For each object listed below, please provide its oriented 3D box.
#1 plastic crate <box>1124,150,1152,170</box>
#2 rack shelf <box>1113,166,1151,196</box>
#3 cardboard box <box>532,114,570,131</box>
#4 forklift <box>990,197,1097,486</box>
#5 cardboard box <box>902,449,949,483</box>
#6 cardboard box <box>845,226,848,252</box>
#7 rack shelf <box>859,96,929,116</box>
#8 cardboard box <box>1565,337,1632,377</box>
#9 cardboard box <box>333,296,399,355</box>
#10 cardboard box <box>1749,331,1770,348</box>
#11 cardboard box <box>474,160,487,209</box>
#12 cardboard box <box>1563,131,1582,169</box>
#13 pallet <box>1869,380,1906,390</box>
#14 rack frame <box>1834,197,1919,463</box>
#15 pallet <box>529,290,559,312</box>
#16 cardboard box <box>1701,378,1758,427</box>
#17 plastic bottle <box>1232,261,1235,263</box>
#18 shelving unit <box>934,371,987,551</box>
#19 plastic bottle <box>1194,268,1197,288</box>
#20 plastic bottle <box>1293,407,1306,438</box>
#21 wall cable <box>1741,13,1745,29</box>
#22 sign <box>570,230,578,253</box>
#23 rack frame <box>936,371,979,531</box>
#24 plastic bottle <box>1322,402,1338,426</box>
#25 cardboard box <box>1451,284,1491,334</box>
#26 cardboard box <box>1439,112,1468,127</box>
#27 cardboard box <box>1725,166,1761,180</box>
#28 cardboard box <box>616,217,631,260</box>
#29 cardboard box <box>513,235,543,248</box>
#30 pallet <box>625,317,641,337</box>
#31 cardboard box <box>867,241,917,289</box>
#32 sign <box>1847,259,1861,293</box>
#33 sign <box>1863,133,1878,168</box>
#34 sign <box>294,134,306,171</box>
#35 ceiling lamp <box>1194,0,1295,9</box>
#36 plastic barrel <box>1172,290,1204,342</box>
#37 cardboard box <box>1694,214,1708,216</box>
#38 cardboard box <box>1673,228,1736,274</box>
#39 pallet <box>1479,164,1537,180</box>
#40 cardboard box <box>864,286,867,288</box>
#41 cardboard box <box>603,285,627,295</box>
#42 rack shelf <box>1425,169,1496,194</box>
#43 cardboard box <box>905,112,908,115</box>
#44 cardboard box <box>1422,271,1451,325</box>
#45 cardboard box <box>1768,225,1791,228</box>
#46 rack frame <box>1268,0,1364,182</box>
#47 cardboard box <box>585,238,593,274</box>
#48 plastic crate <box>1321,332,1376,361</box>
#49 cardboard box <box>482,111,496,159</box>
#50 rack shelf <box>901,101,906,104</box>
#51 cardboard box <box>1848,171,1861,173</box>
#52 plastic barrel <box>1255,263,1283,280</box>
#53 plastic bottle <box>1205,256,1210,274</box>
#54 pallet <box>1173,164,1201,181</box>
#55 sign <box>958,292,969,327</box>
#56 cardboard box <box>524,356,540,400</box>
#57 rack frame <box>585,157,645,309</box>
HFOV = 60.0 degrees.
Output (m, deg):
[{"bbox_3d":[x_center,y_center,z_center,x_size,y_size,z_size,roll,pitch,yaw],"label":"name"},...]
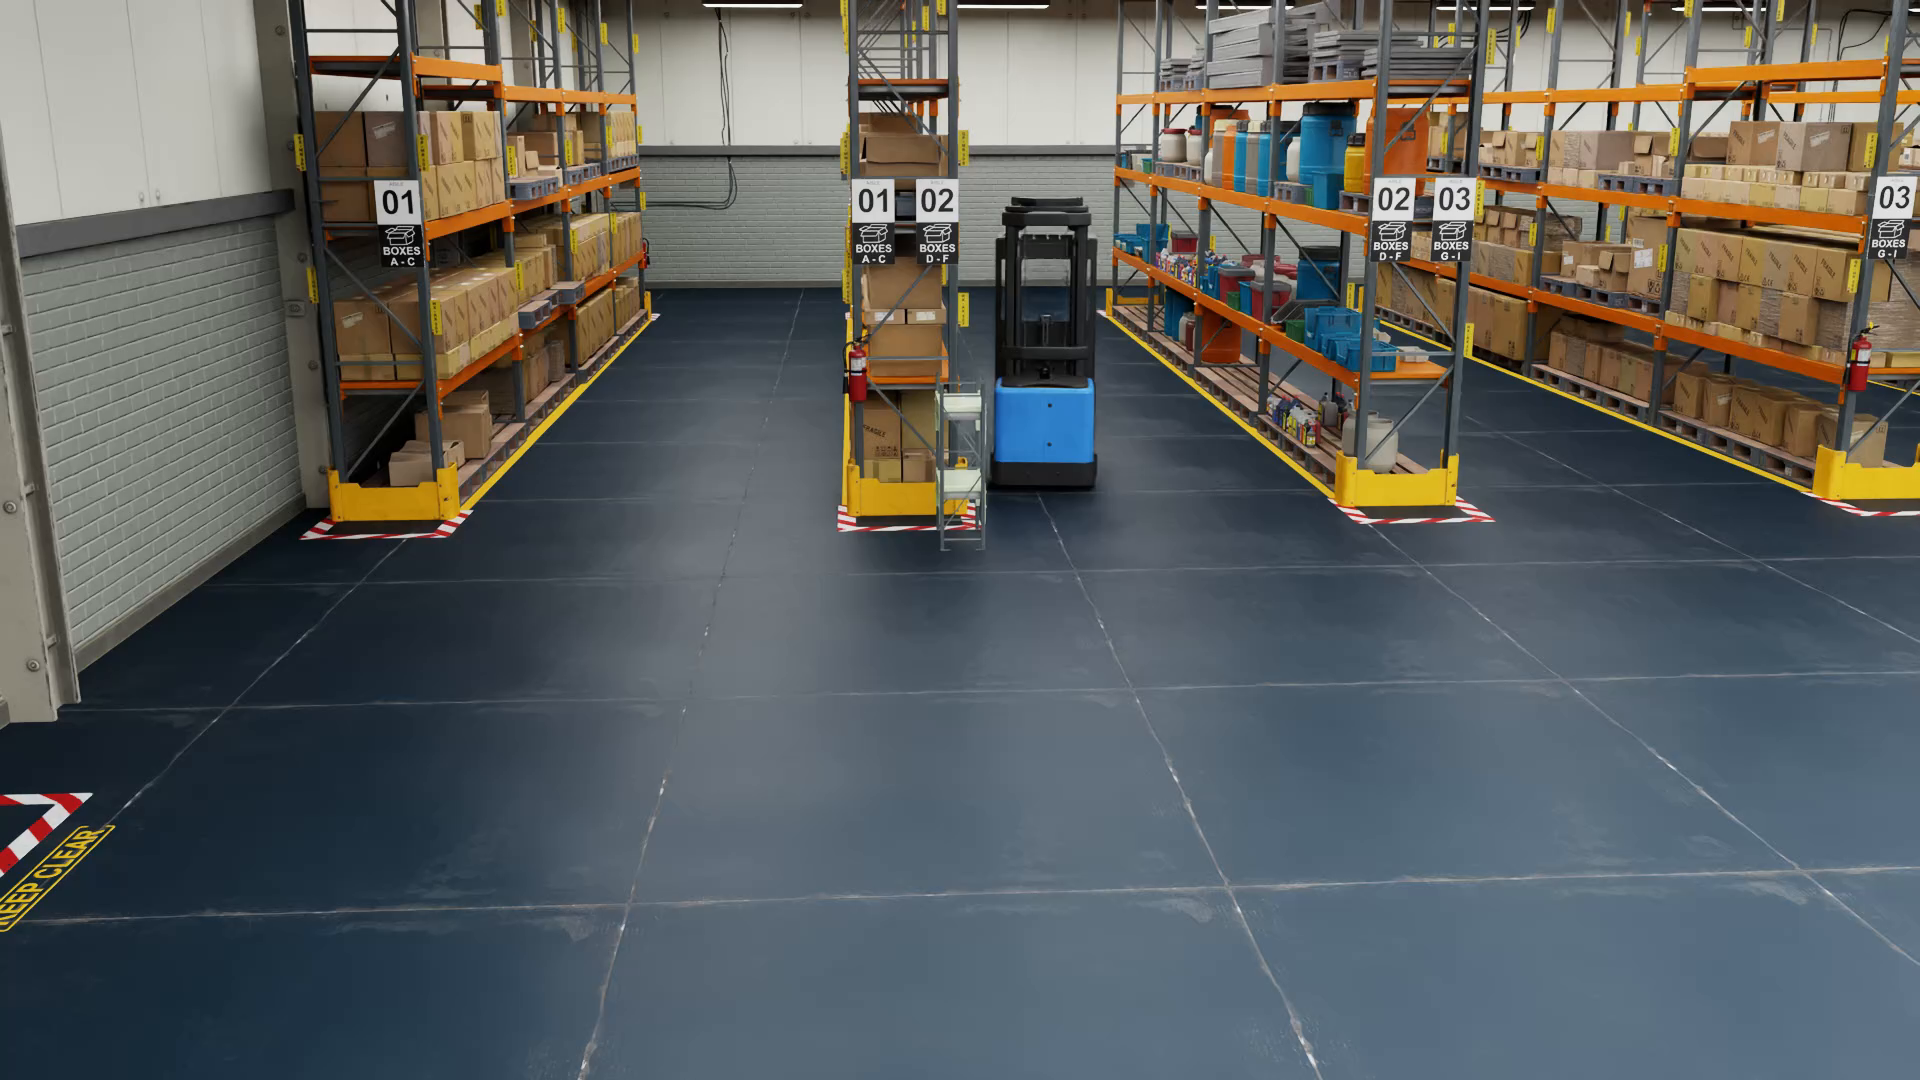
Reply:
[{"bbox_3d":[3.251,-6.833,29.894,0.504,0.338,0.767,-1,14,-3],"label":"plastic crate"},{"bbox_3d":[3.555,-6.402,29.535,1.077,0.370,4.000,-1,14,-3],"label":"rack shelf"},{"bbox_3d":[-6.237,-6.367,25.366,0.500,0.250,0.500,-1,14,-5],"label":"cardboard box"},{"bbox_3d":[0.936,-2.289,18.265,1.130,2.935,3.031,1,14,3],"label":"forklift"},{"bbox_3d":[-0.333,-0.749,16.816,0.500,0.250,0.500,-1,14,-3],"label":"cardboard box"},{"bbox_3d":[-1.459,-4.855,27.057,0.700,0.500,0.500,-6,16,-22],"label":"cardboard box"},{"bbox_3d":[-0.894,-5.596,21.185,1.077,0.370,4.000,-1,14,-3],"label":"rack shelf"},{"bbox_3d":[8.978,-2.580,23.392,0.700,0.500,0.500,-2,15,-8],"label":"cardboard box"},{"bbox_3d":[-5.707,-2.077,16.058,0.500,0.500,0.500,-1,14,-4],"label":"cardboard box"},{"bbox_3d":[8.944,-2.210,18.322,0.380,0.149,0.250,-1,14,-3],"label":"cardboard box"},{"bbox_3d":[-5.345,-3.783,17.674,0.500,0.500,0.500,-1,15,-6],"label":"cardboard box"},{"bbox_3d":[8.670,-5.378,22.908,0.500,0.500,0.500,-1,14,-3],"label":"cardboard box"},{"bbox_3d":[13.800,-2.386,24.098,1.003,0.211,1.213,-1,14,-3],"label":"pallet"},{"bbox_3d":[9.365,-1.892,16.584,1.000,3.000,0.127,-1,14,-3],"label":"rack frame"},{"bbox_3d":[-5.798,-3.068,21.538,1.003,0.211,1.213,-1,14,-3],"label":"pallet"},{"bbox_3d":[9.146,-1.637,19.768,0.500,0.500,0.500,4,15,14],"label":"cardboard box"},{"bbox_3d":[4.196,-4.150,25.592,0.061,0.283,0.133,-1,14,-3],"label":"plastic bottle"},{"bbox_3d":[0.000,-0.725,15.057,0.431,1.500,0.755,-1,14,-3],"label":"shelving unit"},{"bbox_3d":[3.475,-3.843,24.400,0.061,0.283,0.133,-1,14,-3],"label":"plastic bottle"},{"bbox_3d":[3.860,-1.335,18.851,0.144,0.351,0.185,0,14,-1],"label":"plastic bottle"},{"bbox_3d":[17.631,-10.340,37.378,0.463,3.000,0.029,-1,14,-3],"label":"wall cable"},{"bbox_3d":[-5.421,-4.185,23.333,0.100,0.325,0.005,-1,14,-3],"label":"sign"},{"bbox_3d":[-0.022,-0.816,15.410,0.400,1.500,0.023,-1,14,-3],"label":"rack frame"},{"bbox_3d":[4.367,-1.493,19.614,0.152,0.276,0.135,-1,14,-3],"label":"plastic bottle"},{"bbox_3d":[8.738,-3.670,26.915,1.225,0.875,0.875,-1,14,-5],"label":"cardboard box"},{"bbox_3d":[8.570,-7.227,28.549,0.500,0.250,0.500,-2,15,-7],"label":"cardboard box"},{"bbox_3d":[8.969,-4.181,18.962,0.380,0.149,0.250,0,14,-2],"label":"cardboard box"},{"bbox_3d":[-6.321,-5.290,29.189,0.980,0.700,0.700,-2,15,-6],"label":"cardboard box"},{"bbox_3d":[-5.876,-4.063,22.636,0.380,0.149,0.250,-3,15,-13],"label":"cardboard box"},{"bbox_3d":[-6.257,-3.791,29.561,1.003,0.211,1.213,-1,14,-3],"label":"pallet"},{"bbox_3d":[-0.643,-2.927,17.802,0.700,0.500,0.500,-1,14,-3],"label":"cardboard box"},{"bbox_3d":[8.810,-2.602,16.387,0.100,0.325,0.005,-1,14,-3],"label":"sign"},{"bbox_3d":[8.810,-3.770,16.086,0.100,0.325,0.005,-1,14,-3],"label":"sign"},{"bbox_3d":[-6.021,-3.541,15.195,0.100,0.325,0.005,-1,14,-3],"label":"sign"},{"bbox_3d":[5.778,-12.234,33.023,2.000,3.185,0.800,-1,14,-3],"label":"ceiling lamp"},{"bbox_3d":[3.739,-3.676,26.884,0.600,0.901,0.708,-1,14,-3],"label":"plastic barrel"},{"bbox_3d":[13.242,-5.846,29.147,0.500,0.500,0.500,-1,14,-5],"label":"cardboard box"},{"bbox_3d":[8.892,-3.448,19.826,0.500,0.500,0.500,-1,14,-3],"label":"cardboard box"},{"bbox_3d":[8.705,-5.680,25.667,1.003,0.211,1.213,0,14,-1],"label":"pallet"},{"bbox_3d":[-0.863,-2.707,18.250,0.380,0.149,0.250,-1,14,-5],"label":"cardboard box"},{"bbox_3d":[-6.025,-4.359,29.046,0.380,0.149,0.250,-1,14,-5],"label":"cardboard box"},{"bbox_3d":[8.498,-6.478,29.833,1.077,0.370,4.000,-1,14,-3],"label":"rack shelf"},{"bbox_3d":[-1.223,-6.957,28.042,0.700,0.500,0.500,-1,14,-3],"label":"cardboard box"},{"bbox_3d":[8.661,-4.216,29.039,0.875,0.875,0.875,-1,14,-3],"label":"cardboard box"},{"bbox_3d":[13.798,-5.201,27.912,0.380,0.149,0.250,0,14,-1],"label":"cardboard box"},{"bbox_3d":[4.174,-5.716,19.406,1.000,3.000,0.127,-1,14,-3],"label":"rack frame"},{"bbox_3d":[-5.789,-4.233,24.845,0.500,0.500,0.500,-1,14,-4],"label":"cardboard box"},{"bbox_3d":[4.058,-2.025,17.400,0.499,0.251,0.408,-1,14,-3],"label":"plastic crate"},{"bbox_3d":[-5.367,-4.395,18.046,0.500,0.500,0.500,0,14,0],"label":"cardboard box"},{"bbox_3d":[-1.389,-7.777,28.868,1.077,0.370,4.000,-1,14,-3],"label":"rack shelf"},{"bbox_3d":[9.564,-3.794,17.455,0.380,0.149,0.250,-1,14,-4],"label":"cardboard box"},{"bbox_3d":[4.229,-3.502,22.617,0.421,0.512,0.421,0,14,0],"label":"plastic barrel"},{"bbox_3d":[3.964,-4.388,26.545,0.097,0.271,0.097,0,14,0],"label":"plastic bottle"},{"bbox_3d":[3.898,-5.686,25.688,1.003,0.211,1.213,-1,14,-3],"label":"pallet"},{"bbox_3d":[0.032,-2.205,15.903,0.100,0.325,0.005,-1,14,-3],"label":"sign"},{"bbox_3d":[-5.849,-2.098,21.518,0.700,0.500,0.500,-1,14,-3],"label":"cardboard box"},{"bbox_3d":[-6.457,-5.642,31.158,1.000,3.000,0.127,-1,14,-3],"label":"rack frame"}]
